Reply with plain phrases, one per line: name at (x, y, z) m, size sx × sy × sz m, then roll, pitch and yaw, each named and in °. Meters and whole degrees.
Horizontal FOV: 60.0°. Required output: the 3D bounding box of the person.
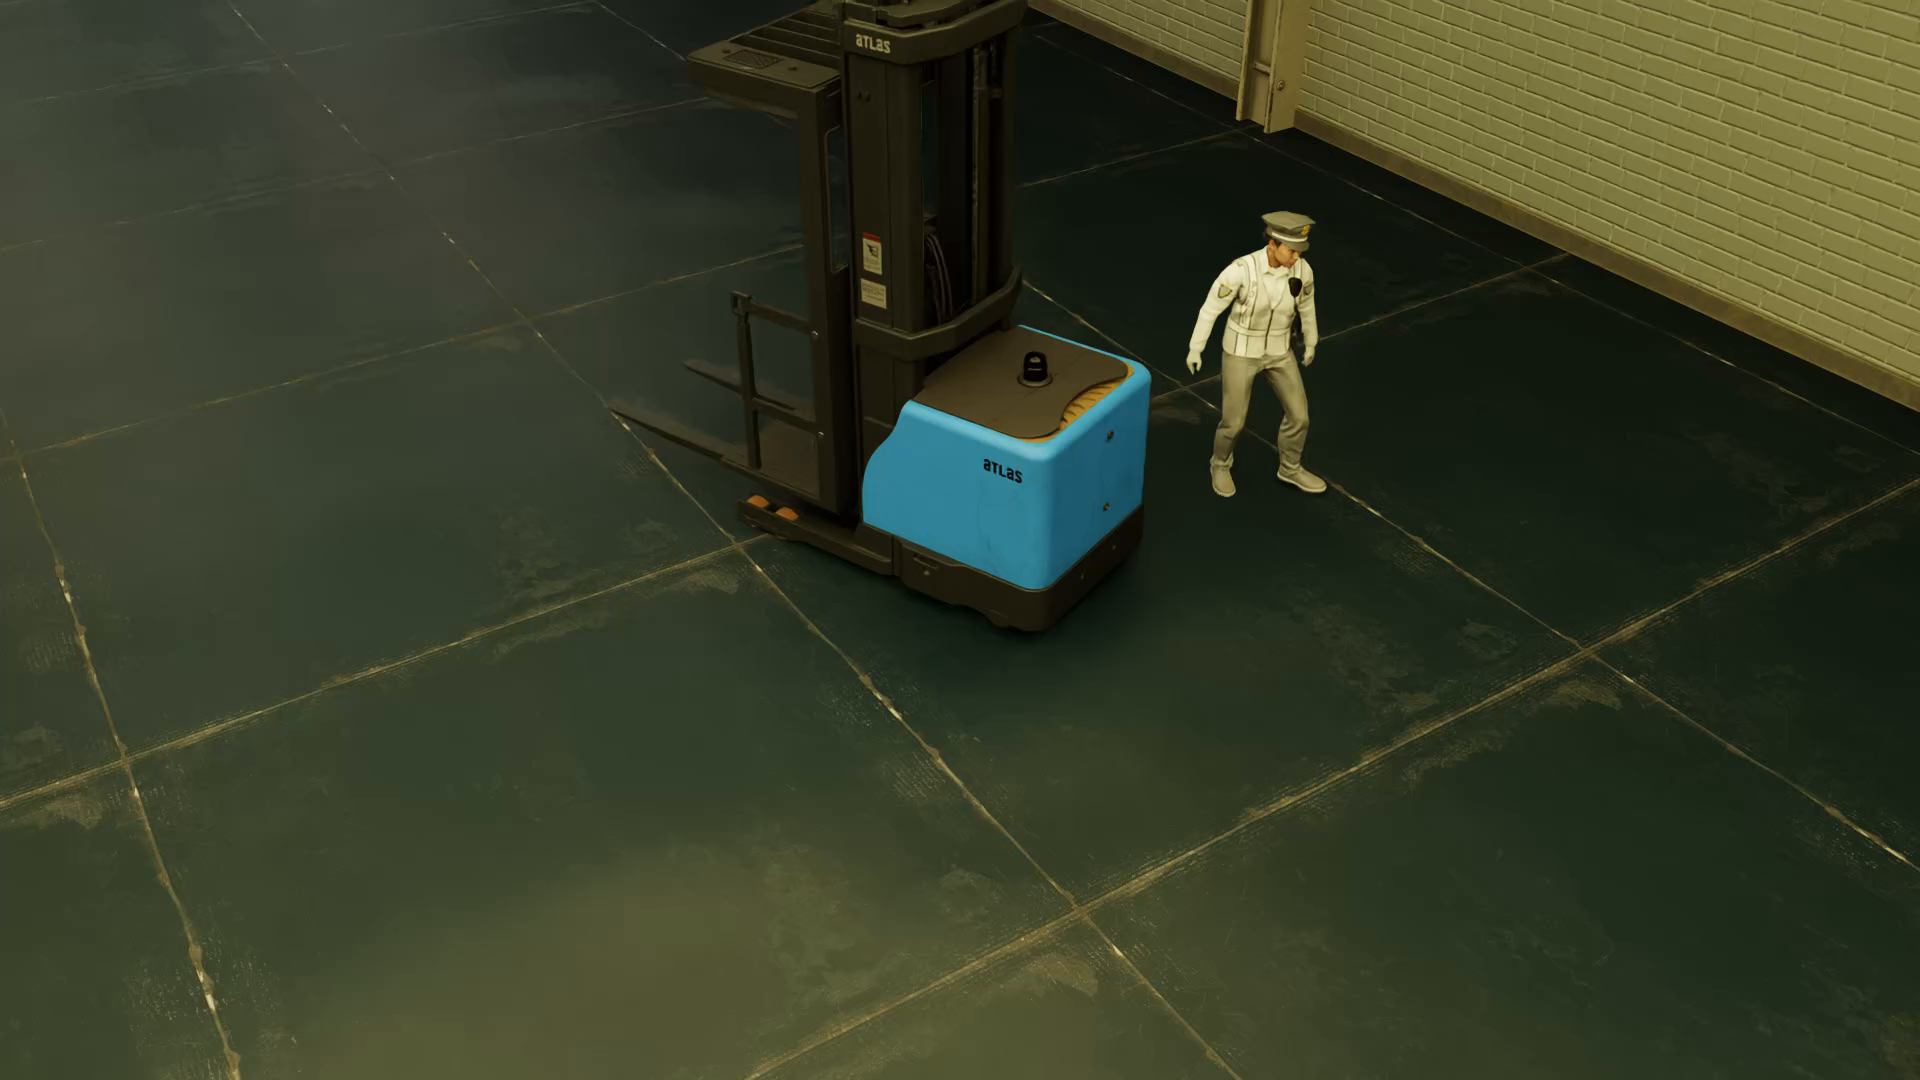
person at (1.586, -0.961, 8.659) m, size 0.791 × 1.638 × 0.396 m, roll -6°, pitch 36°, yaw -9°

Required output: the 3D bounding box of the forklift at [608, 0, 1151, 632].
forklift at (-0.559, -1.426, 8.177) m, size 3.031 × 2.935 × 1.130 m, roll 22°, pitch 41°, yaw 28°
